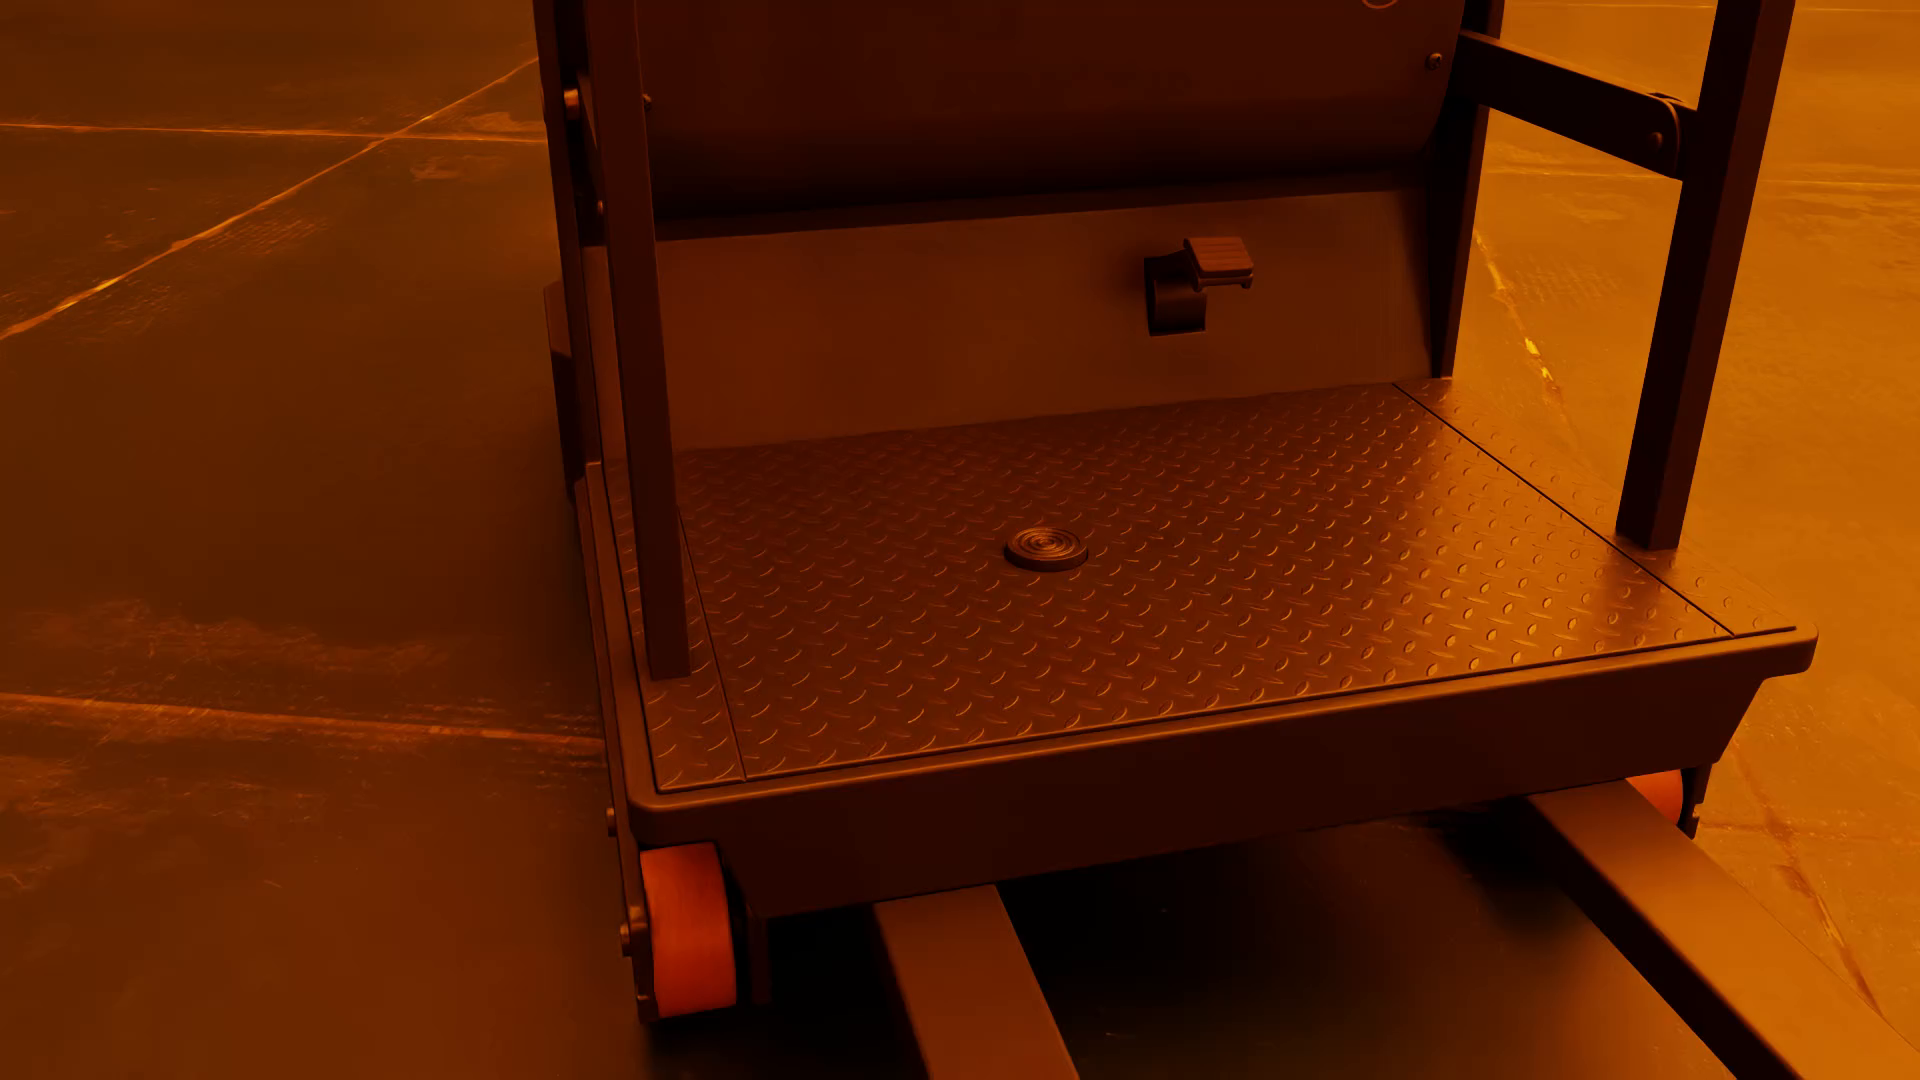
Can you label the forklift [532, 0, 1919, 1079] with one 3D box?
[{"bbox_3d":[0.153,-1.049,1.319,1.130,2.935,3.031,-7,27,-13],"label":"forklift"}]
